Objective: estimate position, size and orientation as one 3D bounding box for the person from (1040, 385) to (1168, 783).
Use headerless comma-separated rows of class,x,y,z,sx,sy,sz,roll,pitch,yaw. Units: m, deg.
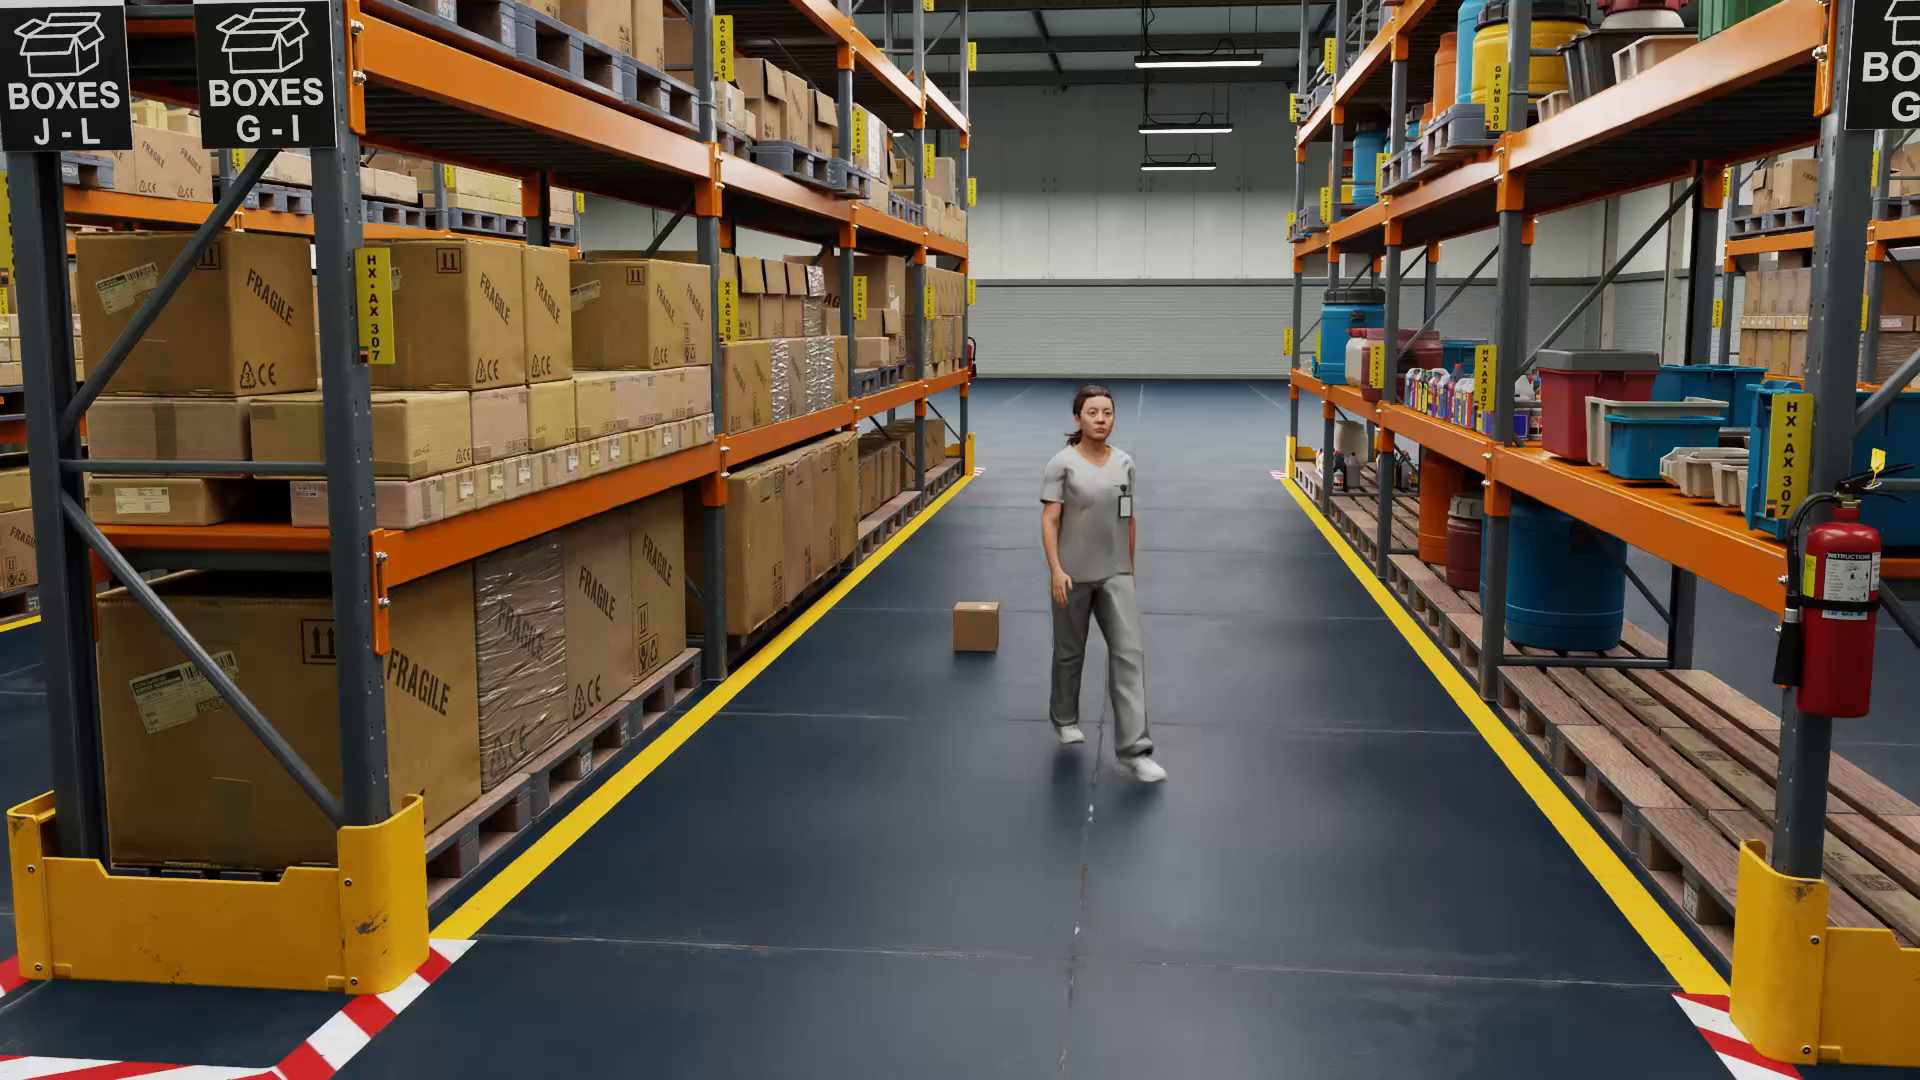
person,0.582,0.153,7.102,0.471,1.607,0.985,-2,8,-12
